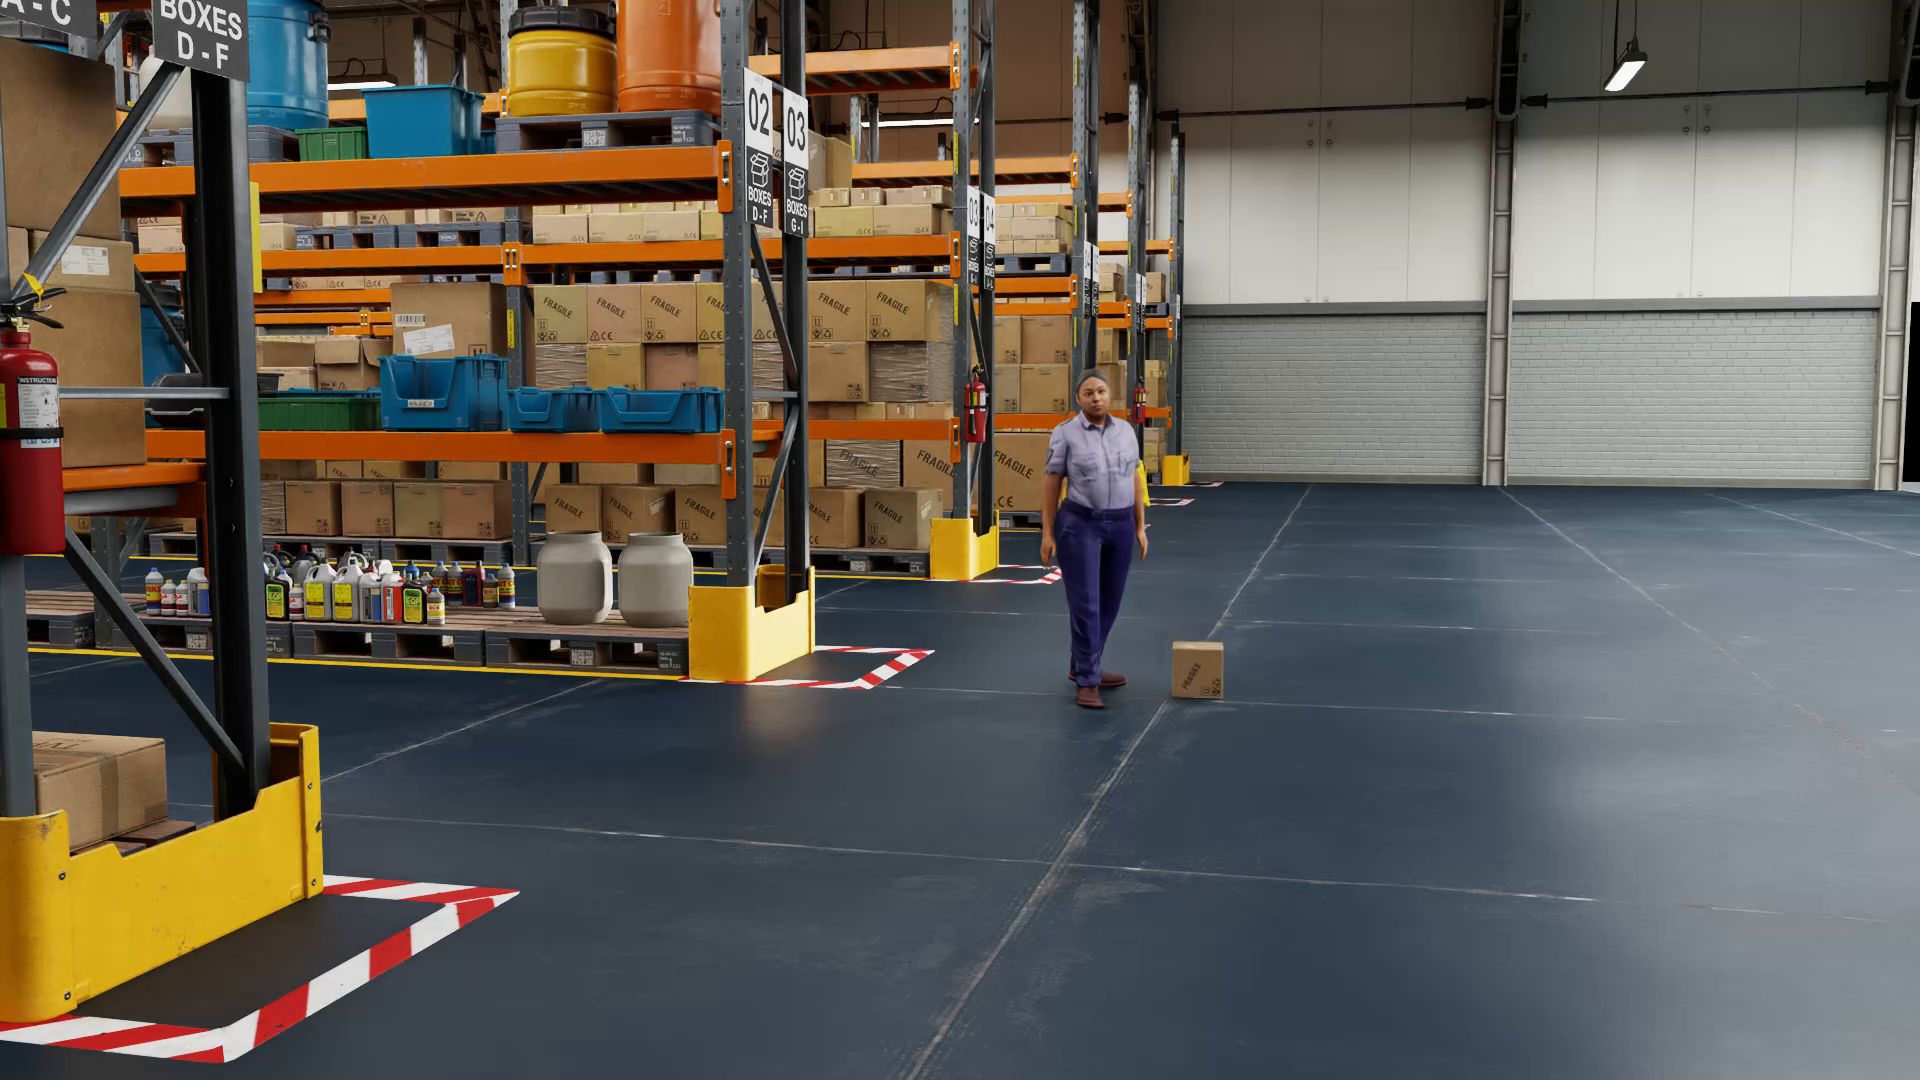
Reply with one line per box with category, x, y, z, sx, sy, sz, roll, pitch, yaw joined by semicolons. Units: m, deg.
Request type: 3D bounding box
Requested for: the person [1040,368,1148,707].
person;0.650;-0.027;8.243;0.554;1.636;0.603;-2;5;-24
